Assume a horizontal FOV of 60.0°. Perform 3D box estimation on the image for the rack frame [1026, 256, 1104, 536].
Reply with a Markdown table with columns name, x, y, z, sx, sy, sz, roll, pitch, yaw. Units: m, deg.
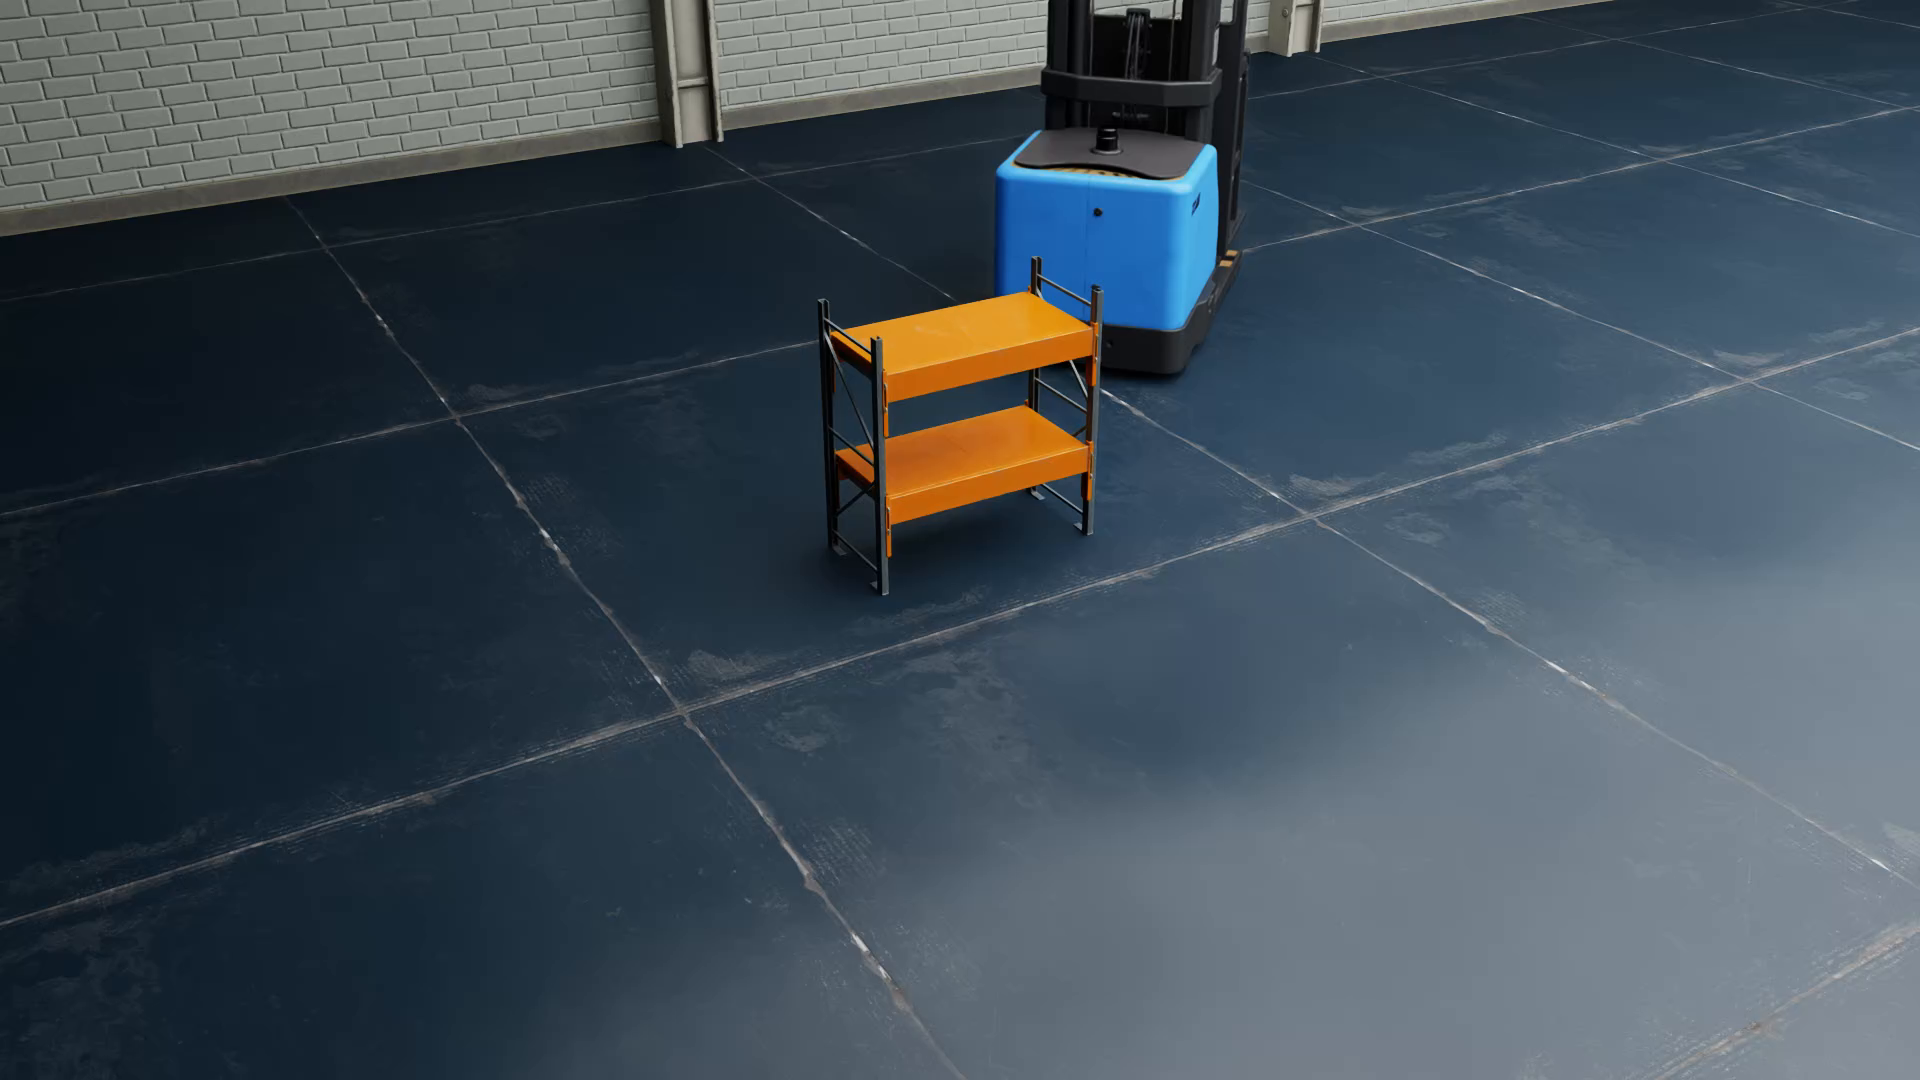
| name | x | y | z | sx | sy | sz | roll | pitch | yaw |
| --- | --- | --- | --- | --- | --- | --- | --- | --- | --- |
| rack frame | 0.444 | -0.619 | 7.207 | 0.032 | 1.125 | 0.500 | -16 | 33 | -26 |

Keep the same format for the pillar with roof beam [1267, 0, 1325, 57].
| name | x | y | z | sx | sy | sz | roll | pitch | yaw |
| --- | --- | --- | --- | --- | --- | --- | --- | --- | --- |
| pillar with roof beam | 5.286 | -6.710 | 10.095 | 0.400 | 9.000 | 9.100 | -16 | 33 | -26 |

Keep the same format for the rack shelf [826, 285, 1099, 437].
| name | x | y | z | sx | sy | sz | roll | pitch | yaw |
| --- | --- | --- | --- | --- | --- | --- | --- | --- | --- |
| rack shelf | 0.006 | -0.750 | 6.840 | 1.000 | 0.278 | 0.538 | -16 | 33 | -26 |

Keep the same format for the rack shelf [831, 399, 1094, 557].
| name | x | y | z | sx | sy | sz | roll | pitch | yaw |
| --- | --- | --- | --- | --- | --- | --- | --- | --- | --- |
| rack shelf | 0.006 | -0.280 | 7.099 | 1.000 | 0.278 | 0.538 | -16 | 33 | -26 |

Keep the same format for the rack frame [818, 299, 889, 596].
| name | x | y | z | sx | sy | sz | roll | pitch | yaw |
| --- | --- | --- | --- | --- | --- | --- | --- | --- | --- |
| rack frame | -0.432 | -0.370 | 6.756 | 0.032 | 1.125 | 0.500 | -16 | 33 | -26 |

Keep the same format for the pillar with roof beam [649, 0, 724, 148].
| name | x | y | z | sx | sy | sz | roll | pitch | yaw |
| --- | --- | --- | --- | --- | --- | --- | --- | --- | --- |
| pillar with roof beam | 0.113 | -5.241 | 7.434 | 0.400 | 9.000 | 9.100 | -16 | 33 | -26 |

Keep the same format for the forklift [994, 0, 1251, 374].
| name | x | y | z | sx | sy | sz | roll | pitch | yaw |
| --- | --- | --- | --- | --- | --- | --- | --- | --- | --- |
| forklift | 1.093 | -2.846 | 9.373 | 1.130 | 2.935 | 3.031 | 9 | 30 | 15 |

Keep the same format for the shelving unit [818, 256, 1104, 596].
| name | x | y | z | sx | sy | sz | roll | pitch | yaw |
| --- | --- | --- | --- | --- | --- | --- | --- | --- | --- |
| shelving unit | 0.006 | -0.494 | 6.981 | 1.048 | 1.125 | 0.538 | -16 | 33 | -26 |
